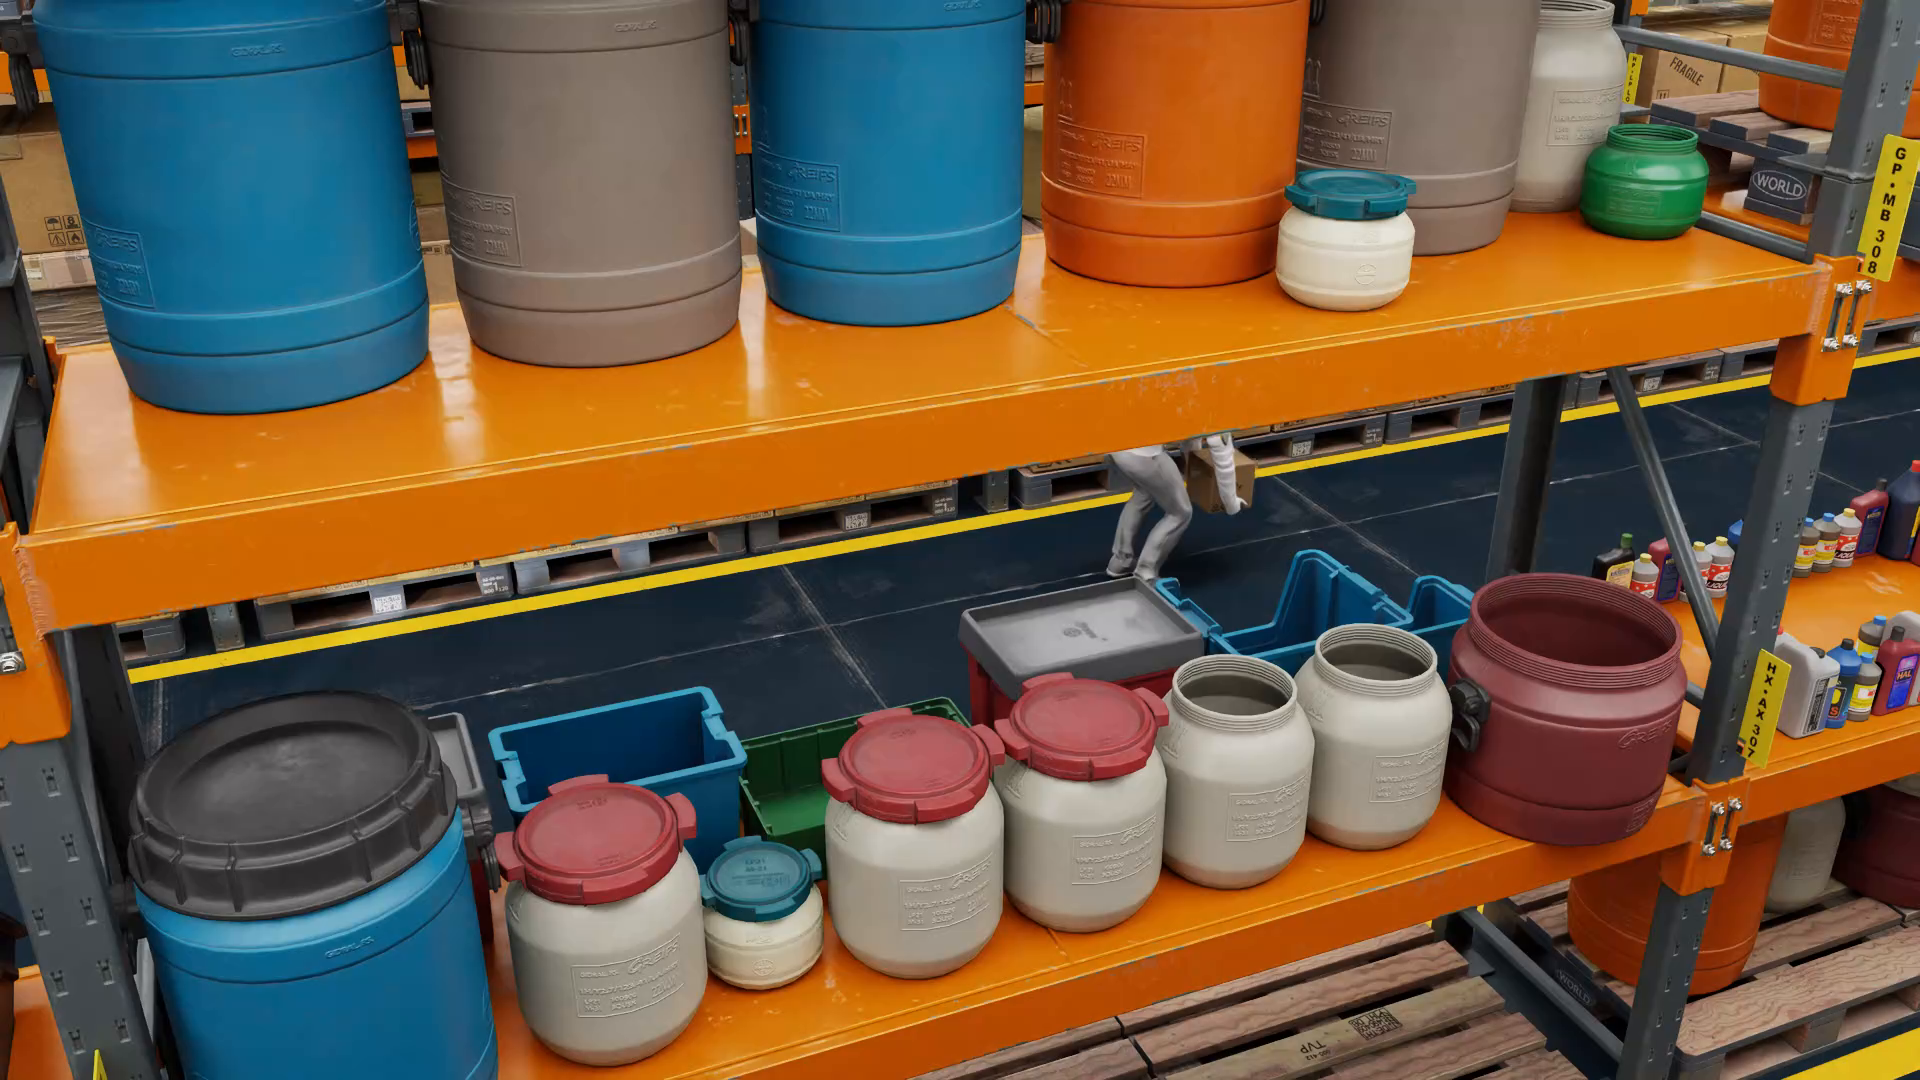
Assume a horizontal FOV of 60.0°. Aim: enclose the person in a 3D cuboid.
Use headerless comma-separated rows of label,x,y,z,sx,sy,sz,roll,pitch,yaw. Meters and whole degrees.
person,1.119,-0.353,8.372,0.908,1.193,0.430,-12,28,-23
